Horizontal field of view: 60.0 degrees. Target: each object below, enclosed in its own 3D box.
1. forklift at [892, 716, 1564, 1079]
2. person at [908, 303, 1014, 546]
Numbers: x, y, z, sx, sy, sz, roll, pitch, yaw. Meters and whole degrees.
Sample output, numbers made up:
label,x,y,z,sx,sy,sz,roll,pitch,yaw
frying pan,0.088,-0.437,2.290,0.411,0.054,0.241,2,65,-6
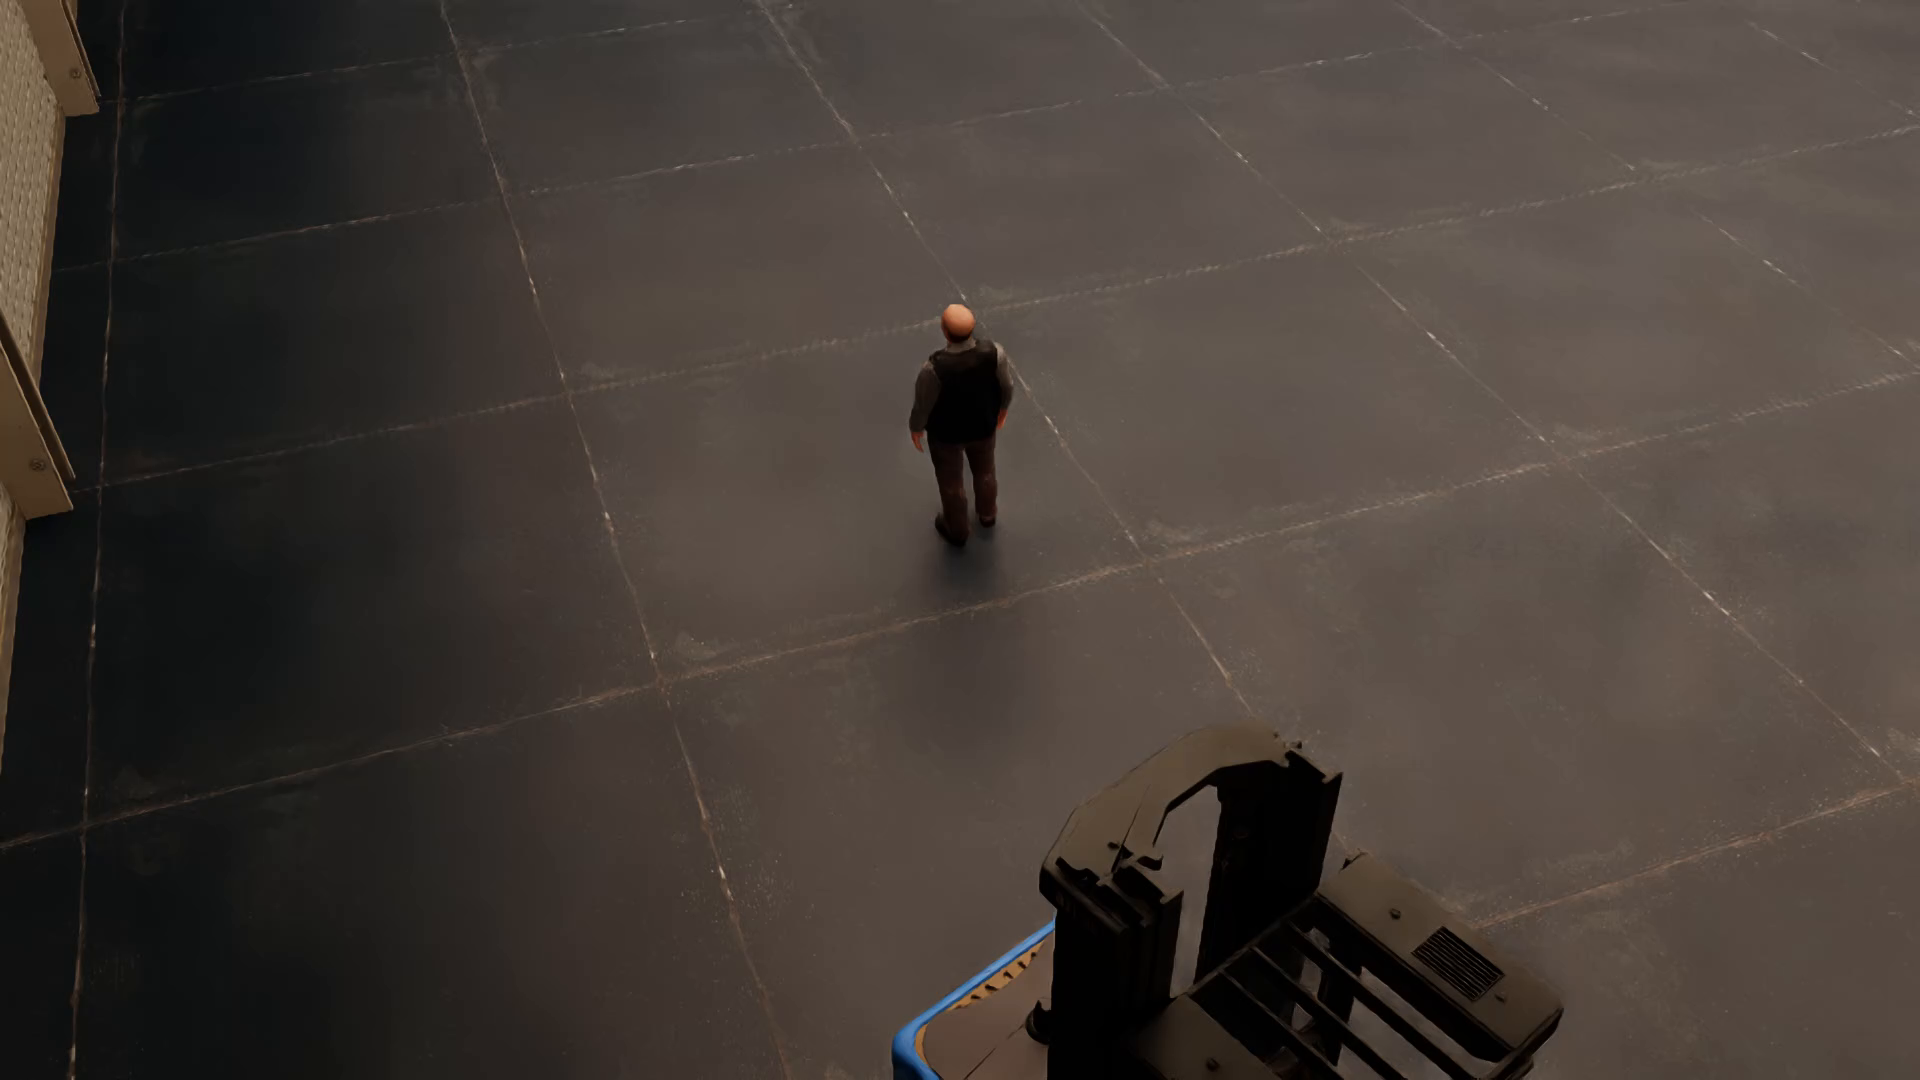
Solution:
label,x,y,z,sx,sy,sz,roll,pitch,yaw
forklift,1.055,2.125,5.466,1.130,2.935,3.031,-28,48,-30
person,-0.014,-0.675,9.789,0.632,1.643,0.567,-13,42,-15
